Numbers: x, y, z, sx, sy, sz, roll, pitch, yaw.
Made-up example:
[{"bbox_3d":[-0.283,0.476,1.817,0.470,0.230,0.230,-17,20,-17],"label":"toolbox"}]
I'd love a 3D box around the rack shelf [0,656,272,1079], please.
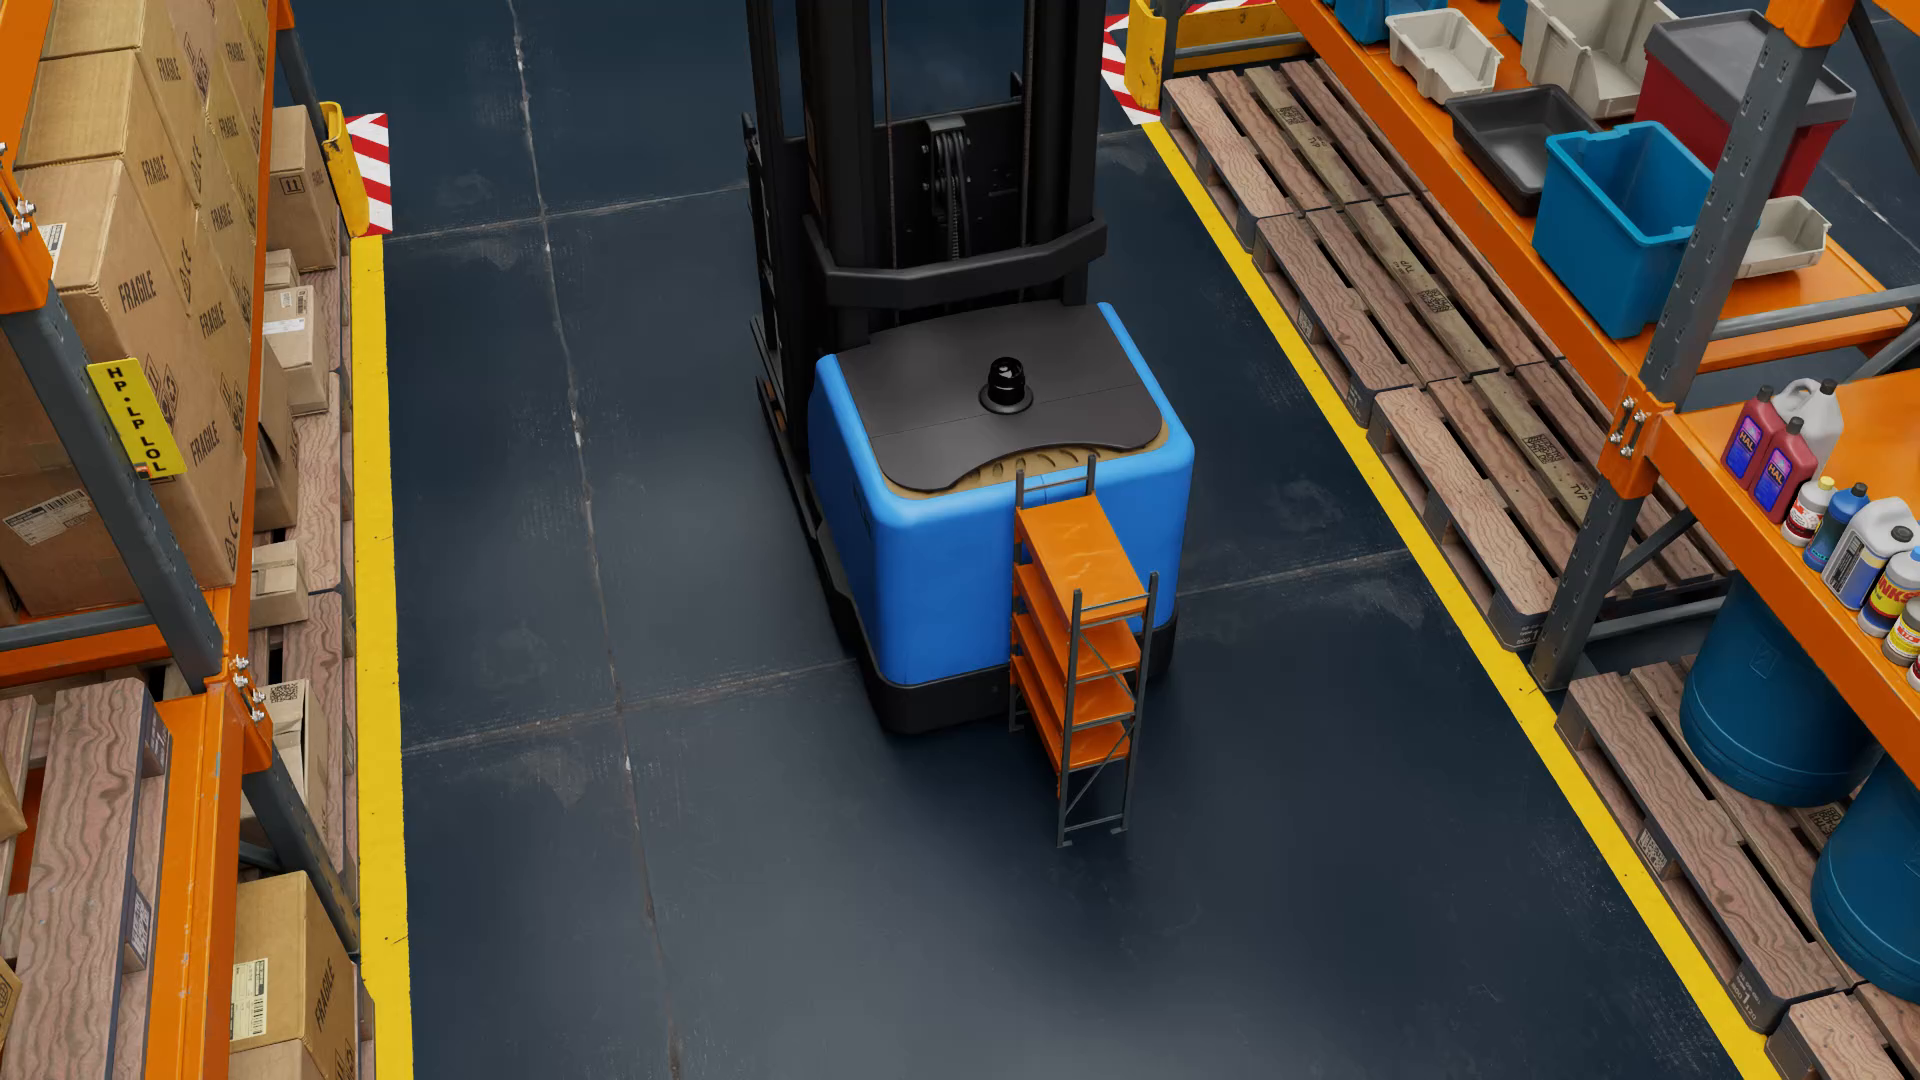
[{"bbox_3d":[-1.798,1.884,2.807,1.077,0.370,4.000,-11,47,-10],"label":"rack shelf"}]

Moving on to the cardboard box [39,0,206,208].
[{"bbox_3d":[-2.422,-1.222,4.577,0.500,0.500,0.500,-12,47,-11],"label":"cardboard box"}]

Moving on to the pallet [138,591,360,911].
[{"bbox_3d":[-2.485,0.753,5.364,1.003,0.211,1.213,-11,47,-10],"label":"pallet"}]

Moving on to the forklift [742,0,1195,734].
[{"bbox_3d":[-0.184,-1.456,5.624,1.130,2.935,3.031,-12,47,-12],"label":"forklift"}]

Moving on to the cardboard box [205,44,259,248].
[{"bbox_3d":[-2.568,-1.235,5.290,0.500,0.500,0.500,-11,47,-11],"label":"cardboard box"}]

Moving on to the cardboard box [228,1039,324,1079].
[{"bbox_3d":[-1.788,1.603,4.021,0.500,0.500,0.500,-11,47,-10],"label":"cardboard box"}]

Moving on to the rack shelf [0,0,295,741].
[{"bbox_3d":[-2.822,-0.878,5.514,1.077,0.370,4.000,-11,47,-10],"label":"rack shelf"}]

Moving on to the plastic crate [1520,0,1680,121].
[{"bbox_3d":[2.267,-1.719,5.876,0.437,0.282,0.530,-11,47,-10],"label":"plastic crate"}]

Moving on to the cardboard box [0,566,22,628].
[{"bbox_3d":[-2.686,-0.082,4.160,0.500,0.500,0.500,-10,46,-10],"label":"cardboard box"}]

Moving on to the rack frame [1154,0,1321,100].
[{"bbox_3d":[1.456,-3.414,7.495,1.000,3.000,0.127,-11,47,-10],"label":"rack frame"}]

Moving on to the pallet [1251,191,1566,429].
[{"bbox_3d":[1.938,-1.020,7.102,1.003,0.211,1.213,-11,47,-10],"label":"pallet"}]

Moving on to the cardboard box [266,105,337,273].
[{"bbox_3d":[-2.956,-1.459,7.022,0.500,0.500,0.500,-11,47,-10],"label":"cardboard box"}]

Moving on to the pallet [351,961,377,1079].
[{"bbox_3d":[-2.065,1.782,4.356,1.003,0.211,1.213,-11,47,-10],"label":"pallet"}]

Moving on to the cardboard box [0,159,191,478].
[{"bbox_3d":[-2.158,-0.511,3.880,0.500,0.500,0.500,-10,46,-9],"label":"cardboard box"}]

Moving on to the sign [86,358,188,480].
[{"bbox_3d":[-1.774,-0.258,3.592,0.100,0.325,0.005,-11,47,-10],"label":"sign"}]

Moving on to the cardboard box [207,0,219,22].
[{"bbox_3d":[-2.687,-1.933,5.274,0.500,0.500,0.500,-10,46,-9],"label":"cardboard box"}]

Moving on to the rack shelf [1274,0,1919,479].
[{"bbox_3d":[1.968,-1.781,6.399,1.077,0.370,4.000,-11,47,-10],"label":"rack shelf"}]

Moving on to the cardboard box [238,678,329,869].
[{"bbox_3d":[-2.208,0.709,5.030,0.500,0.311,0.500,-11,47,-10],"label":"cardboard box"}]

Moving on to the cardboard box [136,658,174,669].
[{"bbox_3d":[-2.922,0.179,5.549,0.500,0.311,0.500,-11,47,-10],"label":"cardboard box"}]

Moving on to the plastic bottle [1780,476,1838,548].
[{"bbox_3d":[2.242,-0.083,4.370,0.097,0.201,0.097,0,46,0],"label":"plastic bottle"}]

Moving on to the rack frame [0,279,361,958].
[{"bbox_3d":[-2.310,0.251,3.904,1.000,3.000,0.127,-11,47,-10],"label":"rack frame"}]

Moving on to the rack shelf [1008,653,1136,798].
[{"bbox_3d":[0.349,0.552,5.241,0.258,0.148,0.480,-12,47,-12],"label":"rack shelf"}]

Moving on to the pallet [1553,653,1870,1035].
[{"bbox_3d":[2.637,0.864,5.255,1.003,0.211,1.213,-11,47,-10],"label":"pallet"}]

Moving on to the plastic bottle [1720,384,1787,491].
[{"bbox_3d":[2.161,-0.280,4.506,0.061,0.283,0.133,-11,47,-10],"label":"plastic bottle"}]

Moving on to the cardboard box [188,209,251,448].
[{"bbox_3d":[-2.311,-0.538,4.607,0.500,0.500,0.500,-10,46,-10],"label":"cardboard box"}]

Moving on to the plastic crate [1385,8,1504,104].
[{"bbox_3d":[1.743,-1.728,5.986,0.293,0.136,0.466,-11,47,-10],"label":"plastic crate"}]

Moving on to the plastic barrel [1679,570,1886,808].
[{"bbox_3d":[2.602,0.314,5.017,0.600,0.901,0.708,-11,47,-10],"label":"plastic barrel"}]

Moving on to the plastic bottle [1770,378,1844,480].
[{"bbox_3d":[2.267,-0.304,4.483,0.144,0.351,0.185,-11,47,-10],"label":"plastic bottle"}]

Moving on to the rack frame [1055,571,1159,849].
[{"bbox_3d":[0.420,0.532,4.888,0.240,1.200,0.015,-12,47,-12],"label":"rack frame"}]

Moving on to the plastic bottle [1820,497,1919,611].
[{"bbox_3d":[2.323,0.033,4.204,0.152,0.276,0.135,-11,47,-10],"label":"plastic bottle"}]

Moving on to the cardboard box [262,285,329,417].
[{"bbox_3d":[-2.742,-0.710,6.463,0.500,0.250,0.500,-11,47,-10],"label":"cardboard box"}]

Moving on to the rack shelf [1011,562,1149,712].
[{"bbox_3d":[0.349,0.256,4.940,0.258,0.148,0.480,-12,47,-12],"label":"rack shelf"}]

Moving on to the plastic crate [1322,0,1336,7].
[{"bbox_3d":[1.538,-2.236,6.417,0.416,0.233,0.300,-11,47,-10],"label":"plastic crate"}]

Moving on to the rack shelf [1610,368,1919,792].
[{"bbox_3d":[2.992,0.981,3.692,1.077,0.370,4.000,-11,47,-10],"label":"rack shelf"}]

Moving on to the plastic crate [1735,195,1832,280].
[{"bbox_3d":[2.499,-0.928,5.202,0.396,0.136,0.243,-11,47,-10],"label":"plastic crate"}]

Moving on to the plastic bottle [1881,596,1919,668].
[{"bbox_3d":[2.352,0.212,4.081,0.097,0.201,0.097,0,46,0],"label":"plastic bottle"}]

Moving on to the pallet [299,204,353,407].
[{"bbox_3d":[-3.109,-0.932,7.015,1.003,0.211,1.213,-11,47,-10],"label":"pallet"}]

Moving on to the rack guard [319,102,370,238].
[{"bbox_3d":[-3.314,-1.583,7.451,1.175,0.500,0.348,-11,47,-10],"label":"rack guard"}]

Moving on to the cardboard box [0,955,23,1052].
[{"bbox_3d":[-2.167,0.900,2.903,0.700,0.500,0.500,-4,46,-4],"label":"cardboard box"}]

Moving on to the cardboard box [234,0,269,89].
[{"bbox_3d":[-2.820,-1.928,5.970,0.500,0.500,0.500,-10,46,-10],"label":"cardboard box"}]

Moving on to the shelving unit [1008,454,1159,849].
[{"bbox_3d":[0.349,0.366,5.051,0.258,1.200,0.503,-12,47,-12],"label":"shelving unit"}]
